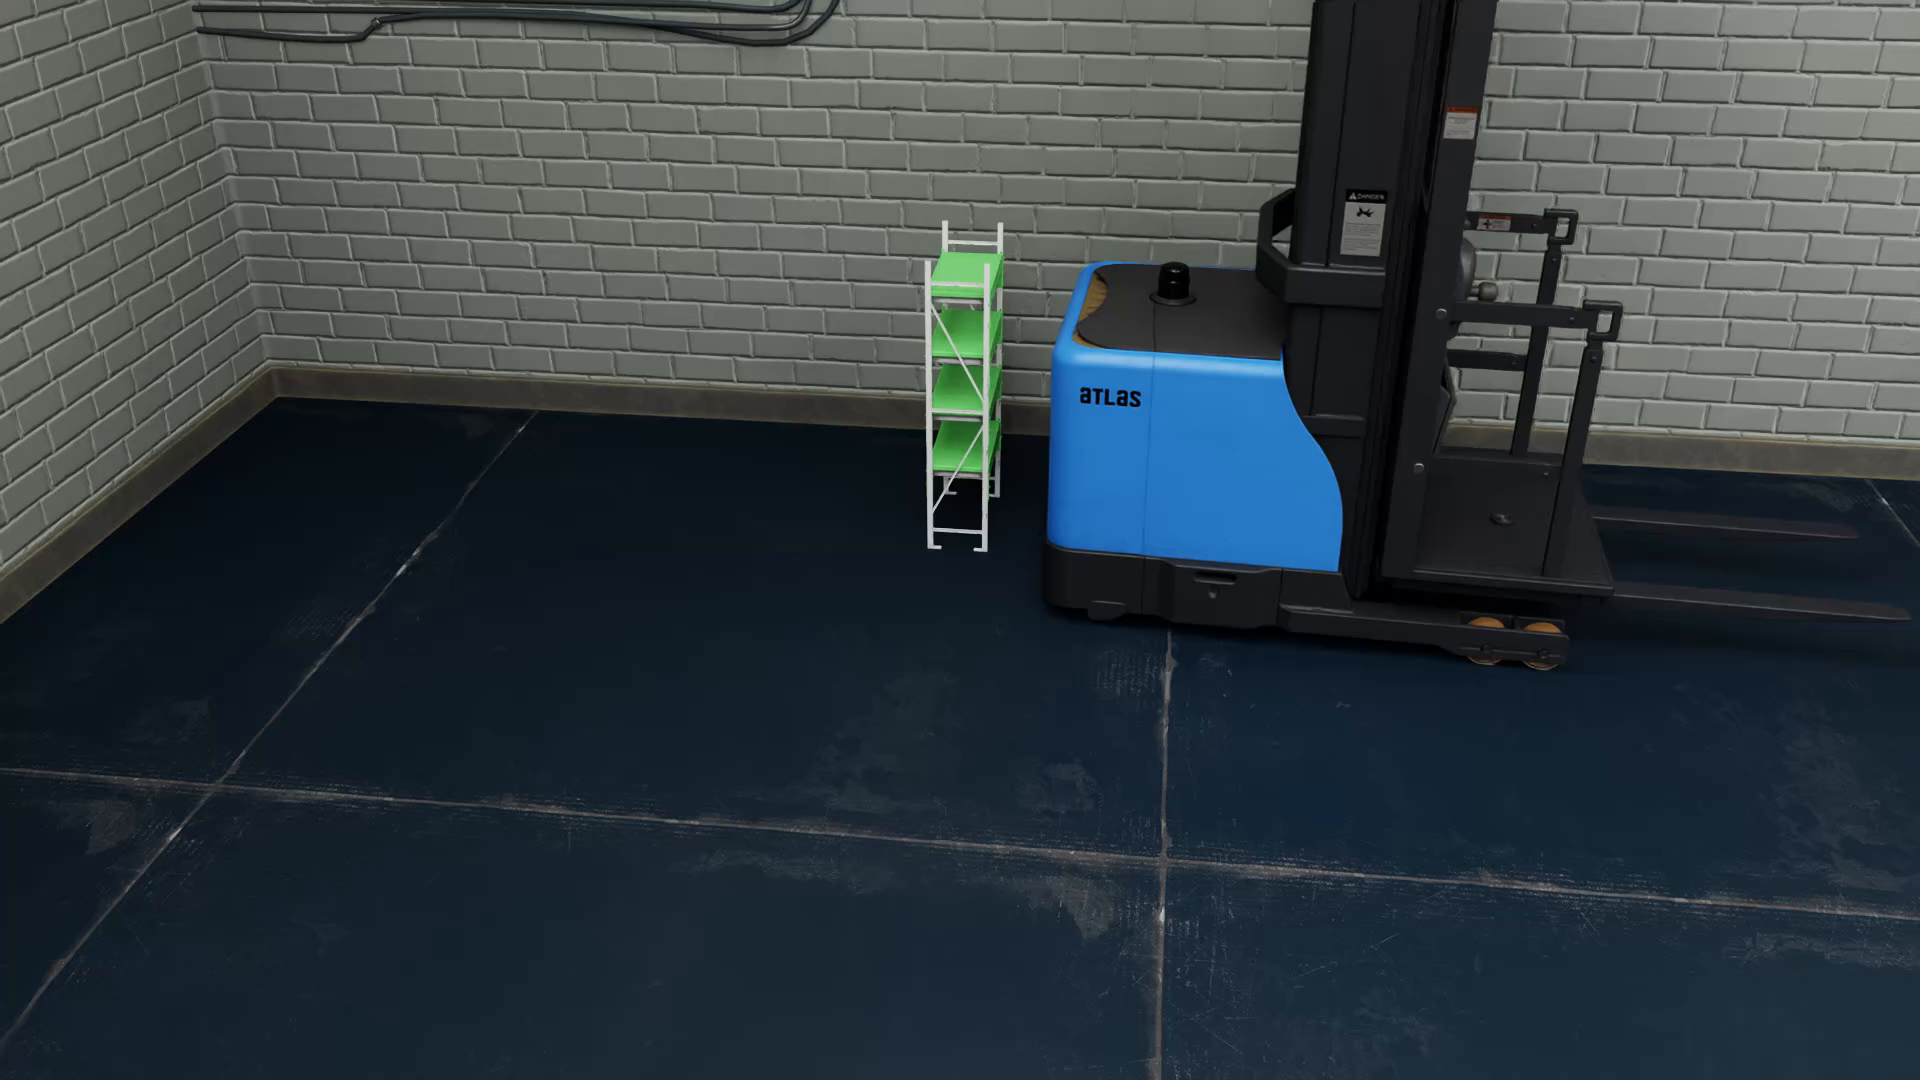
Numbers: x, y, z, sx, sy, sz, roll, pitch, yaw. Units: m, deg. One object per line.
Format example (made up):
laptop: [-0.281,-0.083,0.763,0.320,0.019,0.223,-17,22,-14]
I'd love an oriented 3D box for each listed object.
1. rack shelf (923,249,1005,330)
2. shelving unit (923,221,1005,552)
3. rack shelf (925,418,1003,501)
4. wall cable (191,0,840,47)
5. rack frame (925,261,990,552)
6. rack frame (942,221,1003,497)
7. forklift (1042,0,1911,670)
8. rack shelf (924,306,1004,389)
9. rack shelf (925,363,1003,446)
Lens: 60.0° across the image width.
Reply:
rack shelf: [0.020,-0.972,6.413,0.258,0.148,0.480,3,28,6]
shelving unit: [0.020,-0.606,6.610,0.258,1.200,0.503,3,28,6]
rack shelf: [0.020,-0.339,6.754,0.258,0.148,0.480,3,28,6]
wall cable: [-1.969,-3.202,6.479,3.097,2.526,0.112,3,28,6]
rack frame: [-0.010,-0.491,6.397,0.240,1.200,0.015,3,28,6]
rack frame: [0.050,-0.721,6.823,0.240,1.200,0.015,3,28,6]
forklift: [1.873,-1.103,5.707,3.031,2.935,1.130,5,29,9]
rack shelf: [0.020,-0.761,6.527,0.258,0.148,0.480,3,28,6]
rack shelf: [0.020,-0.550,6.640,0.258,0.148,0.480,3,28,6]
